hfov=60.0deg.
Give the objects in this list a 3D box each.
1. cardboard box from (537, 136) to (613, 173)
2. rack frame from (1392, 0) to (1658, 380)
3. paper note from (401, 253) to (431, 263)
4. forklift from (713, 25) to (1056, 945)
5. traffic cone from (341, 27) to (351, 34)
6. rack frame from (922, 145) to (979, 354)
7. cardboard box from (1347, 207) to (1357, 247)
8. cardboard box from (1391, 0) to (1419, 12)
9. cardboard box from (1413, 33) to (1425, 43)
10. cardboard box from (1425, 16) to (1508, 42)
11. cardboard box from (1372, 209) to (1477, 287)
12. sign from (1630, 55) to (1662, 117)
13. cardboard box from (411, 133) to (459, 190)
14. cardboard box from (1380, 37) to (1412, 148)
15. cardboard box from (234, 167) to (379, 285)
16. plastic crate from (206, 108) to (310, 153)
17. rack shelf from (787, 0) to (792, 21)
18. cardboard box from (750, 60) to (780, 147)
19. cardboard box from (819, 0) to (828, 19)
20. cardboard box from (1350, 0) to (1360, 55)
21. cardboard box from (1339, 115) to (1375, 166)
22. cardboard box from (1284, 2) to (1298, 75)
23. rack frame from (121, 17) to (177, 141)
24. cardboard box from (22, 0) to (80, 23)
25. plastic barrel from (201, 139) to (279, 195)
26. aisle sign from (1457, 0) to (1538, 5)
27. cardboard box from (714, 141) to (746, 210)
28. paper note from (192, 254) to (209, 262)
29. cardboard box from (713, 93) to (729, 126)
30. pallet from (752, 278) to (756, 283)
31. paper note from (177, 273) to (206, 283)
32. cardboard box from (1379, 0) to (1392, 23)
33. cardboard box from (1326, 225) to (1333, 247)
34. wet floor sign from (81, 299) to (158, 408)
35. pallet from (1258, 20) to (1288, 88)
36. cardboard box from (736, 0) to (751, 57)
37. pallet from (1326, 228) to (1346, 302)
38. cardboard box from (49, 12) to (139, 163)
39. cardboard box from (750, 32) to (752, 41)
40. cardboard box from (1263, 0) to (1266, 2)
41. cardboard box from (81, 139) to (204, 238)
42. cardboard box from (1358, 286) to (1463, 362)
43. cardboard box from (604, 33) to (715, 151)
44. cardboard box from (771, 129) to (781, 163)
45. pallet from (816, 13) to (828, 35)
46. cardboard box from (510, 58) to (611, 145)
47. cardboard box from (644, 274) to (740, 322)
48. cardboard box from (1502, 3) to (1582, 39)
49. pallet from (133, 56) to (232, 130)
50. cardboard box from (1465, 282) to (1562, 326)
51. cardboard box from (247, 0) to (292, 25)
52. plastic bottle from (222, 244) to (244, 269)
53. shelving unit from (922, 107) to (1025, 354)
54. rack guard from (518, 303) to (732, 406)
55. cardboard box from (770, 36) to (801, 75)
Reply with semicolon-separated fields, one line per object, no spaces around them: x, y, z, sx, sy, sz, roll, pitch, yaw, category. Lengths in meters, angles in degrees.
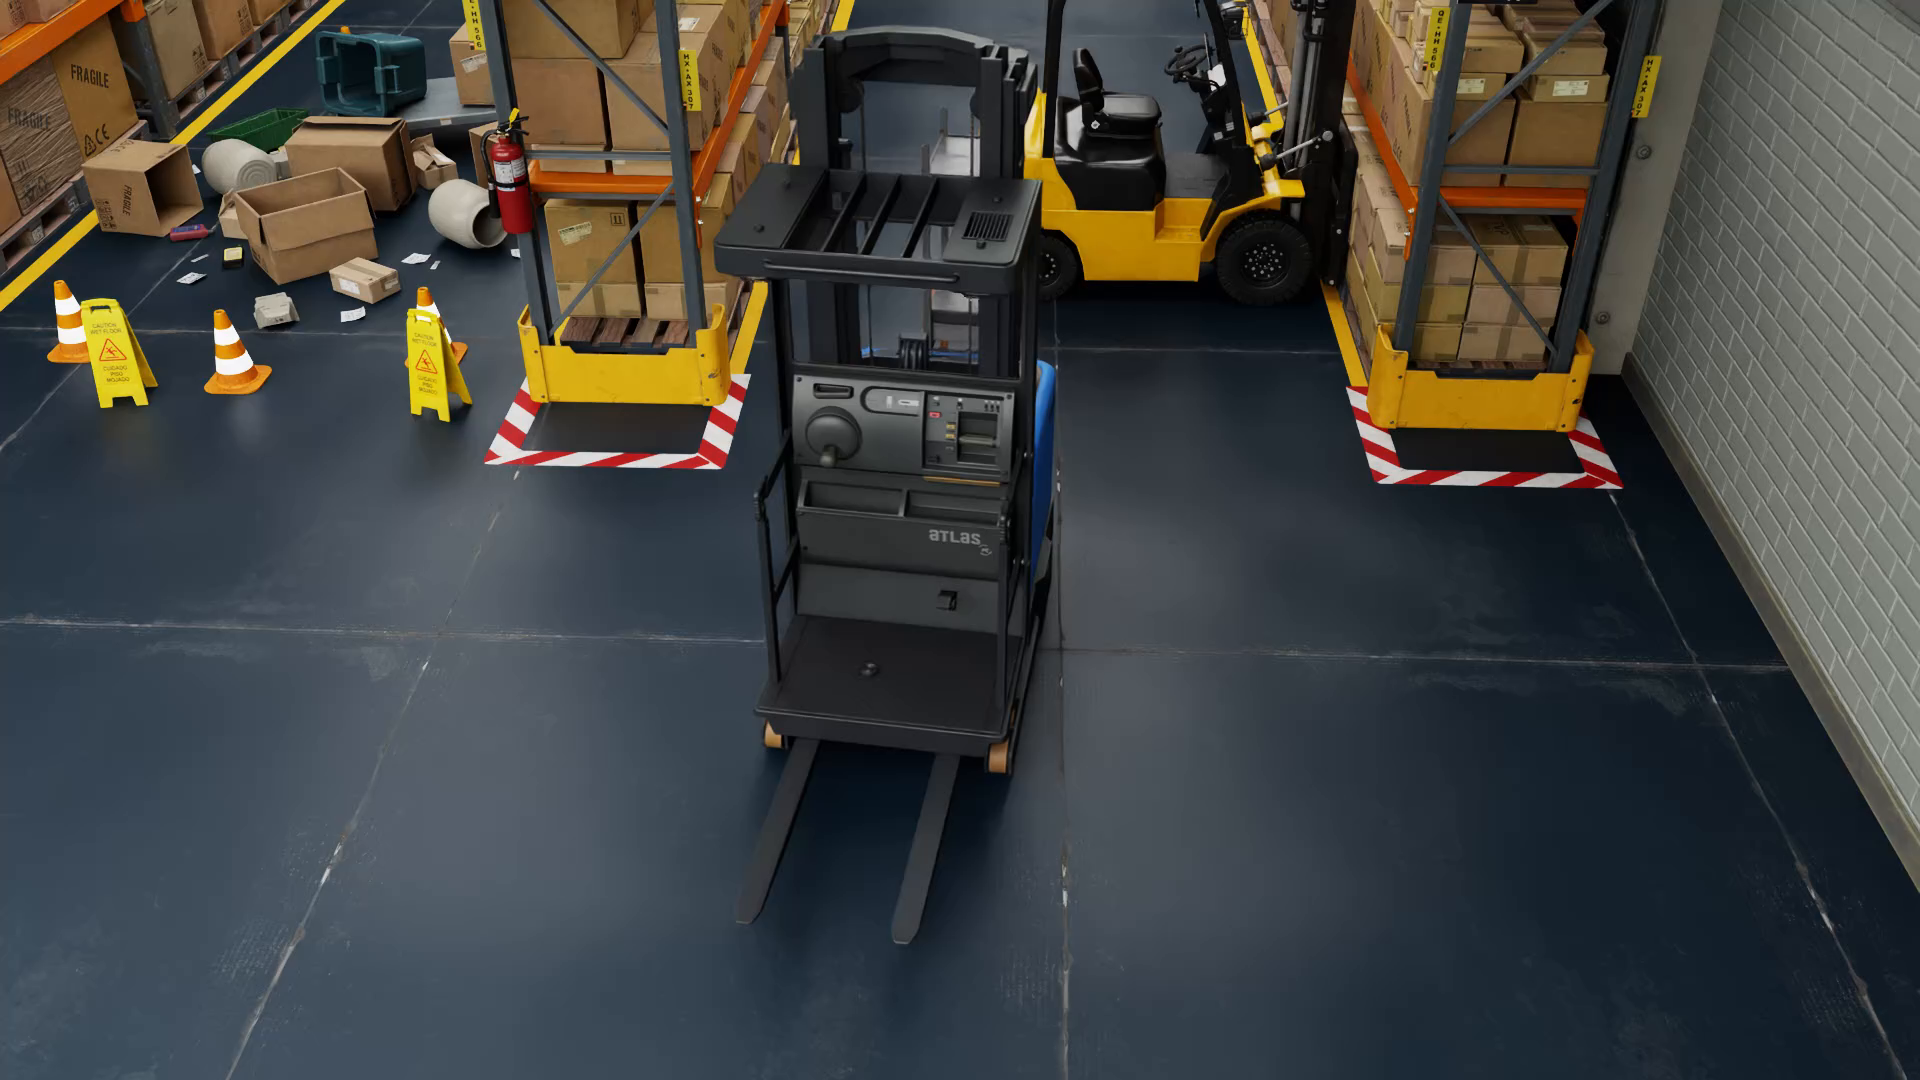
-2.172;-2.204;9.441;0.380;0.149;0.250;2;35;3;cardboard box
2.986;-1.974;8.896;1.000;3.000;0.127;1;35;2;rack frame
-3.740;-1.941;11.441;0.148;0.019;0.142;13;37;18;paper note
-0.270;-0.406;6.724;1.130;2.935;3.031;5;35;8;forklift
-5.200;-4.139;14.183;0.336;0.463;0.334;1;35;2;traffic cone
0.025;-0.929;8.192;0.400;2.100;0.015;5;35;8;rack frame
2.724;-2.098;10.663;0.500;0.250;0.500;1;35;1;cardboard box
2.736;-3.200;9.730;0.380;0.149;0.250;2;35;3;cardboard box
2.773;-2.782;9.394;0.380;0.149;0.250;2;35;3;cardboard box
2.769;-2.755;9.098;0.380;0.149;0.250;1;35;2;cardboard box
2.693;-1.702;9.665;0.500;0.250;0.500;2;35;3;cardboard box
3.541;-2.345;8.602;0.100;0.325;0.005;1;35;2;sign
-3.990;-2.848;12.517;0.258;0.266;0.396;-24;42;-30;cardboard box
2.774;-2.602;9.702;0.500;0.500;0.500;2;35;3;cardboard box
-4.433;-2.133;11.293;0.797;0.503;0.637;-24;42;-30;cardboard box
-5.461;-3.184;13.013;0.450;0.188;0.662;11;35;32;plastic crate
-1.732;-5.240;14.168;1.077;0.370;4.000;1;35;2;rack shelf
-1.587;-3.100;11.872;0.500;0.500;0.500;2;35;3;cardboard box
-1.706;-5.031;15.166;0.950;0.372;0.625;1;35;1;cardboard box
2.845;-3.474;10.943;0.500;0.500;0.500;1;35;1;cardboard box
2.746;-2.577;10.910;0.500;0.250;0.500;1;35;1;cardboard box
3.196;-4.218;13.789;0.875;0.625;0.625;1;35;1;cardboard box
-6.763;-4.441;12.406;1.000;3.000;0.127;1;35;2;rack frame
-6.765;-3.974;11.611;0.875;0.550;0.550;1;35;2;cardboard box
-5.276;-2.700;12.169;0.512;0.421;0.421;28;44;33;plastic barrel
2.690;-3.007;8.105;0.394;0.787;0.004;1;35;2;aisle sign
-1.648;-2.212;10.608;0.500;0.500;0.500;0;35;0;cardboard box
-5.231;-1.940;11.448;0.032;0.001;0.123;20;40;26;paper note
-1.609;-2.615;10.027;0.380;0.149;0.250;2;35;3;cardboard box
-1.851;-2.155;11.578;1.003;0.211;1.213;1;35;2;pallet
-5.166;-1.765;11.183;0.144;0.017;0.142;13;37;18;paper note
2.747;-3.224;10.023;0.380;0.149;0.250;2;35;2;cardboard box
2.747;-2.170;11.201;0.500;0.250;0.500;2;35;3;cardboard box
-4.946;-1.118;9.725;0.267;0.644;0.232;-4;35;-6;wet floor sign
3.184;-4.259;14.572;1.003;0.211;1.213;1;35;2;pallet
-1.628;-3.398;10.576;0.500;0.500;0.500;1;35;1;cardboard box
3.027;-1.973;11.319;1.003;0.211;1.213;1;35;2;pallet
-6.858;-3.384;12.385;0.875;0.875;0.875;2;35;3;cardboard box
-1.599;-3.360;11.087;0.380;0.149;0.250;1;35;1;cardboard box
3.269;-5.413;15.489;0.875;0.625;0.625;2;35;3;cardboard box
-5.800;-2.504;11.822;0.500;0.500;0.500;7;36;10;cardboard box
2.690;-1.299;9.961;0.500;0.250;0.500;2;35;2;cardboard box
-1.677;-2.515;9.320;0.500;0.500;0.500;1;35;1;cardboard box
-1.579;-2.780;12.068;0.500;0.250;0.500;0;35;1;cardboard box
-1.737;-4.394;14.765;1.003;0.211;1.213;1;35;2;pallet
-2.227;-2.568;9.395;0.500;0.500;0.500;1;35;1;cardboard box
-1.665;-1.591;10.377;0.500;0.250;0.500;1;35;1;cardboard box
3.254;-2.892;9.292;0.380;0.149;0.250;2;35;3;cardboard box
-6.807;-3.745;13.842;1.003;0.211;1.213;1;35;2;pallet
3.213;-1.491;9.800;0.500;0.250;0.500;2;35;3;cardboard box
-6.748;-5.141;14.993;1.050;0.750;0.750;2;35;3;cardboard box
-4.990;-1.952;11.420;0.133;0.061;0.283;-10;36;-14;plastic bottle
0.064;-1.068;8.389;0.431;2.100;0.503;5;35;8;shelving unit
-1.970;-1.108;9.837;1.175;0.500;0.348;1;35;2;rack guard
-1.794;-3.783;13.390;0.950;0.372;0.625;2;35;2;cardboard box
